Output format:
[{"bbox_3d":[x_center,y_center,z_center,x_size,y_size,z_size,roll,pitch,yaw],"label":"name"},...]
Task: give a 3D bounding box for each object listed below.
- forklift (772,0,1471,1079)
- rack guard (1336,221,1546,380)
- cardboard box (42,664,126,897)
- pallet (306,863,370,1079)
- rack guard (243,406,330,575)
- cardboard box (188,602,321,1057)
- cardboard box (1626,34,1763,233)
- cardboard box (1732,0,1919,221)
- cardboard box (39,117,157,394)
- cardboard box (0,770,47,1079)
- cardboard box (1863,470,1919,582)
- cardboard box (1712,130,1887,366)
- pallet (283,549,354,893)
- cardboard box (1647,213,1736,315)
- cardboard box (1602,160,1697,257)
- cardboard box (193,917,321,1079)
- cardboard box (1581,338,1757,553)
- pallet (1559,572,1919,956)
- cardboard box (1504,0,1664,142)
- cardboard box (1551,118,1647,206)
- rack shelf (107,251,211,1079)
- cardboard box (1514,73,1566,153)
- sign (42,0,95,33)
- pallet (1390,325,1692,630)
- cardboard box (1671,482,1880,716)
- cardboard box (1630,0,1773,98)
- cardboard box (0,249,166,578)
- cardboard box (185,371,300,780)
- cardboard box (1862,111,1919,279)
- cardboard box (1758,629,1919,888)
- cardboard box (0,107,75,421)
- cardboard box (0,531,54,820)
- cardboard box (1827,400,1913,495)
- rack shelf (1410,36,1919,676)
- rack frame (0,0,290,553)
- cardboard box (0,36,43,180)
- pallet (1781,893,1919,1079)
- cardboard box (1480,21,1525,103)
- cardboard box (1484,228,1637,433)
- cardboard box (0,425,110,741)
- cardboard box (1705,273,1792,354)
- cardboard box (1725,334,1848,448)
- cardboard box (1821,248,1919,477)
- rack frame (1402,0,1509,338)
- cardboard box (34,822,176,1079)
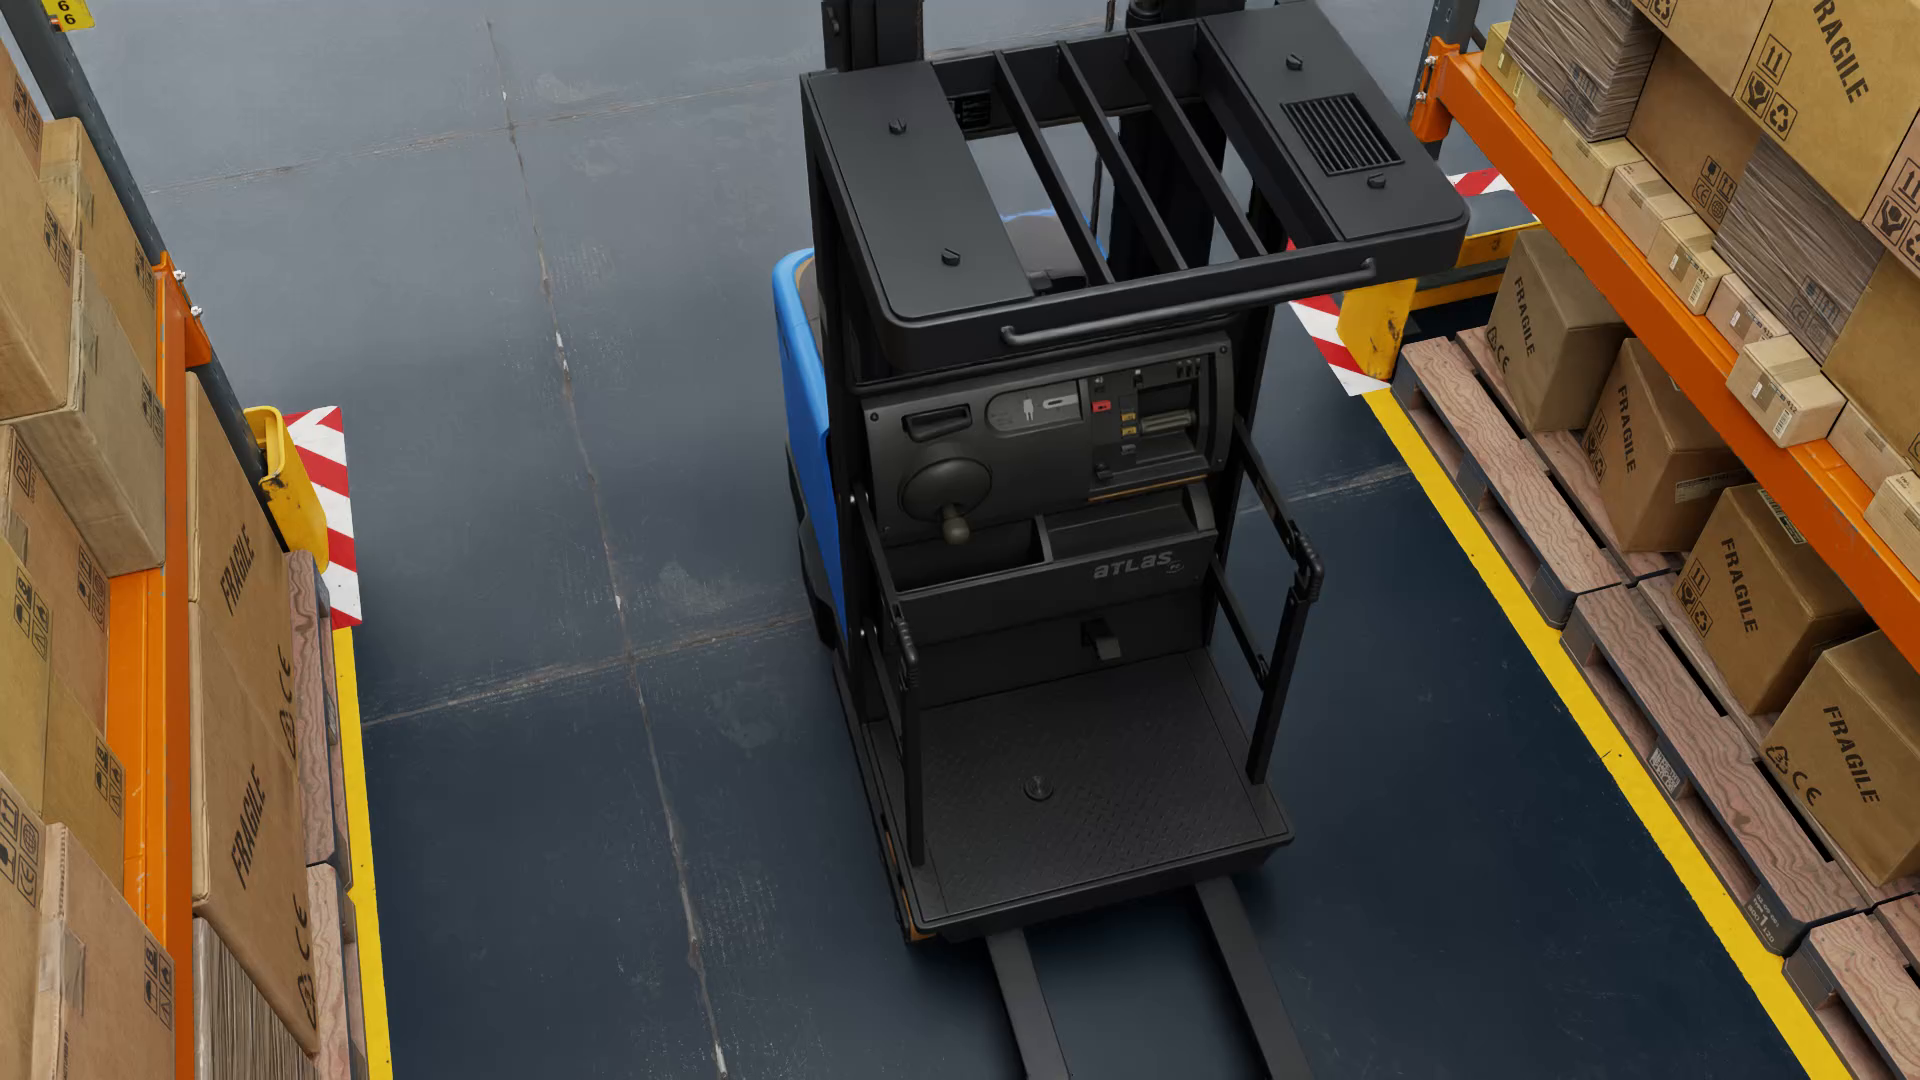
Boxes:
[{"bbox_3d":[0.286,-0.138,3.949,1.130,2.935,3.031,-12,51,-10],"label":"forklift"},{"bbox_3d":[2.050,-1.009,6.274,1.175,0.500,0.348,-13,51,-11],"label":"rack guard"},{"bbox_3d":[-2.163,0.602,3.183,0.875,0.550,0.500,-13,51,-11],"label":"cardboard box"},{"bbox_3d":[-2.073,1.532,4.321,1.003,0.211,1.213,-13,51,-11],"label":"pallet"},{"bbox_3d":[-2.748,-0.035,5.452,1.175,0.500,0.348,-13,51,-11],"label":"rack guard"},{"bbox_3d":[-2.215,0.849,4.187,0.875,0.875,0.875,-14,51,-12],"label":"cardboard box"},{"bbox_3d":[2.426,-1.253,4.584,0.875,0.500,0.500,-13,51,-11],"label":"cardboard box"},{"bbox_3d":[2.220,-1.126,3.823,0.500,0.500,0.500,-13,51,-11],"label":"cardboard box"},{"bbox_3d":[-2.588,-0.610,4.205,0.875,0.550,0.550,-13,51,-11],"label":"cardboard box"},{"bbox_3d":[-1.936,0.624,2.458,0.875,0.550,0.550,-13,51,-11],"label":"cardboard box"},{"bbox_3d":[2.436,-0.057,4.001,0.380,0.149,0.250,-13,51,-11],"label":"cardboard box"},{"bbox_3d":[2.533,-0.878,4.268,0.875,0.500,0.500,-13,51,-11],"label":"cardboard box"},{"bbox_3d":[-2.430,0.642,5.071,1.003,0.211,1.213,-13,51,-11],"label":"pallet"},{"bbox_3d":[2.160,-0.792,4.620,0.380,0.149,0.250,-13,51,-11],"label":"cardboard box"},{"bbox_3d":[2.093,-0.977,4.776,0.380,0.149,0.250,-13,51,-11],"label":"cardboard box"},{"bbox_3d":[-1.947,1.515,3.626,0.875,0.875,0.875,-13,51,-11],"label":"cardboard box"},{"bbox_3d":[2.405,-0.311,5.411,0.500,0.500,0.500,-2,50,-1],"label":"cardboard box"},{"bbox_3d":[2.613,0.575,5.127,1.003,0.211,1.213,-13,51,-11],"label":"pallet"},{"bbox_3d":[2.163,-1.591,4.869,0.875,0.500,0.500,-13,51,-11],"label":"cardboard box"},{"bbox_3d":[1.999,-1.154,4.926,0.380,0.149,0.250,-13,51,-11],"label":"cardboard box"},{"bbox_3d":[-2.150,0.870,3.525,1.077,0.370,4.000,-13,51,-11],"label":"rack shelf"},{"bbox_3d":[1.939,-1.340,5.082,0.380,0.149,0.250,-13,51,-11],"label":"cardboard box"},{"bbox_3d":[-2.219,-1.385,4.043,0.100,0.325,0.005,-13,51,-11],"label":"sign"},{"bbox_3d":[2.256,-0.315,5.877,1.003,0.211,1.213,-13,51,-11],"label":"pallet"},{"bbox_3d":[2.572,0.150,5.022,0.500,0.500,0.500,-9,50,-8],"label":"cardboard box"},{"bbox_3d":[2.071,-1.491,4.131,0.500,0.500,0.500,-13,51,-11],"label":"cardboard box"},{"bbox_3d":[-2.404,-0.214,3.870,0.875,0.550,0.550,-13,51,-11],"label":"cardboard box"},{"bbox_3d":[-2.477,0.207,4.729,0.875,0.875,0.875,-13,51,-11],"label":"cardboard box"},{"bbox_3d":[2.373,-0.762,3.517,0.500,0.500,0.500,-13,51,-11],"label":"cardboard box"},{"bbox_3d":[2.695,0.568,4.670,0.500,0.500,0.500,-17,52,-14],"label":"cardboard box"},{"bbox_3d":[-2.417,-0.559,3.455,0.875,0.550,0.550,-13,51,-11],"label":"cardboard box"},{"bbox_3d":[-2.101,0.239,2.782,0.875,0.550,0.500,-13,51,-11],"label":"cardboard box"},{"bbox_3d":[2.435,-0.257,4.169,0.380,0.149,0.250,-13,51,-11],"label":"cardboard box"},{"bbox_3d":[2.619,-0.178,4.409,1.077,0.370,4.000,-13,51,-11],"label":"rack shelf"},{"bbox_3d":[-2.741,-0.823,4.482,1.000,3.000,0.127,-13,51,-11],"label":"rack frame"},{"bbox_3d":[-2.668,-0.939,3.776,0.875,0.550,0.550,-13,51,-11],"label":"cardboard box"},{"bbox_3d":[2.978,1.467,4.375,1.003,0.211,1.213,-13,51,-11],"label":"pallet"},{"bbox_3d":[1.884,-1.527,5.240,0.380,0.149,0.250,-13,51,-11],"label":"cardboard box"},{"bbox_3d":[2.196,-0.740,5.772,0.500,0.500,0.500,-5,50,-4],"label":"cardboard box"},{"bbox_3d":[-2.359,0.224,3.501,0.875,0.550,0.550,-13,51,-11],"label":"cardboard box"},{"bbox_3d":[2.260,-0.616,4.472,0.380,0.149,0.250,-13,51,-11],"label":"cardboard box"},{"bbox_3d":[2.235,-0.410,4.298,0.380,0.149,0.250,-13,51,-11],"label":"cardboard box"},{"bbox_3d":[2.669,-0.510,3.958,0.875,0.500,0.500,-13,51,-11],"label":"cardboard box"},{"bbox_3d":[2.027,-1.870,5.365,1.000,3.000,0.127,-13,51,-11],"label":"rack frame"},{"bbox_3d":[-1.910,0.966,2.876,0.875,0.550,0.550,-13,51,-11],"label":"cardboard box"}]
